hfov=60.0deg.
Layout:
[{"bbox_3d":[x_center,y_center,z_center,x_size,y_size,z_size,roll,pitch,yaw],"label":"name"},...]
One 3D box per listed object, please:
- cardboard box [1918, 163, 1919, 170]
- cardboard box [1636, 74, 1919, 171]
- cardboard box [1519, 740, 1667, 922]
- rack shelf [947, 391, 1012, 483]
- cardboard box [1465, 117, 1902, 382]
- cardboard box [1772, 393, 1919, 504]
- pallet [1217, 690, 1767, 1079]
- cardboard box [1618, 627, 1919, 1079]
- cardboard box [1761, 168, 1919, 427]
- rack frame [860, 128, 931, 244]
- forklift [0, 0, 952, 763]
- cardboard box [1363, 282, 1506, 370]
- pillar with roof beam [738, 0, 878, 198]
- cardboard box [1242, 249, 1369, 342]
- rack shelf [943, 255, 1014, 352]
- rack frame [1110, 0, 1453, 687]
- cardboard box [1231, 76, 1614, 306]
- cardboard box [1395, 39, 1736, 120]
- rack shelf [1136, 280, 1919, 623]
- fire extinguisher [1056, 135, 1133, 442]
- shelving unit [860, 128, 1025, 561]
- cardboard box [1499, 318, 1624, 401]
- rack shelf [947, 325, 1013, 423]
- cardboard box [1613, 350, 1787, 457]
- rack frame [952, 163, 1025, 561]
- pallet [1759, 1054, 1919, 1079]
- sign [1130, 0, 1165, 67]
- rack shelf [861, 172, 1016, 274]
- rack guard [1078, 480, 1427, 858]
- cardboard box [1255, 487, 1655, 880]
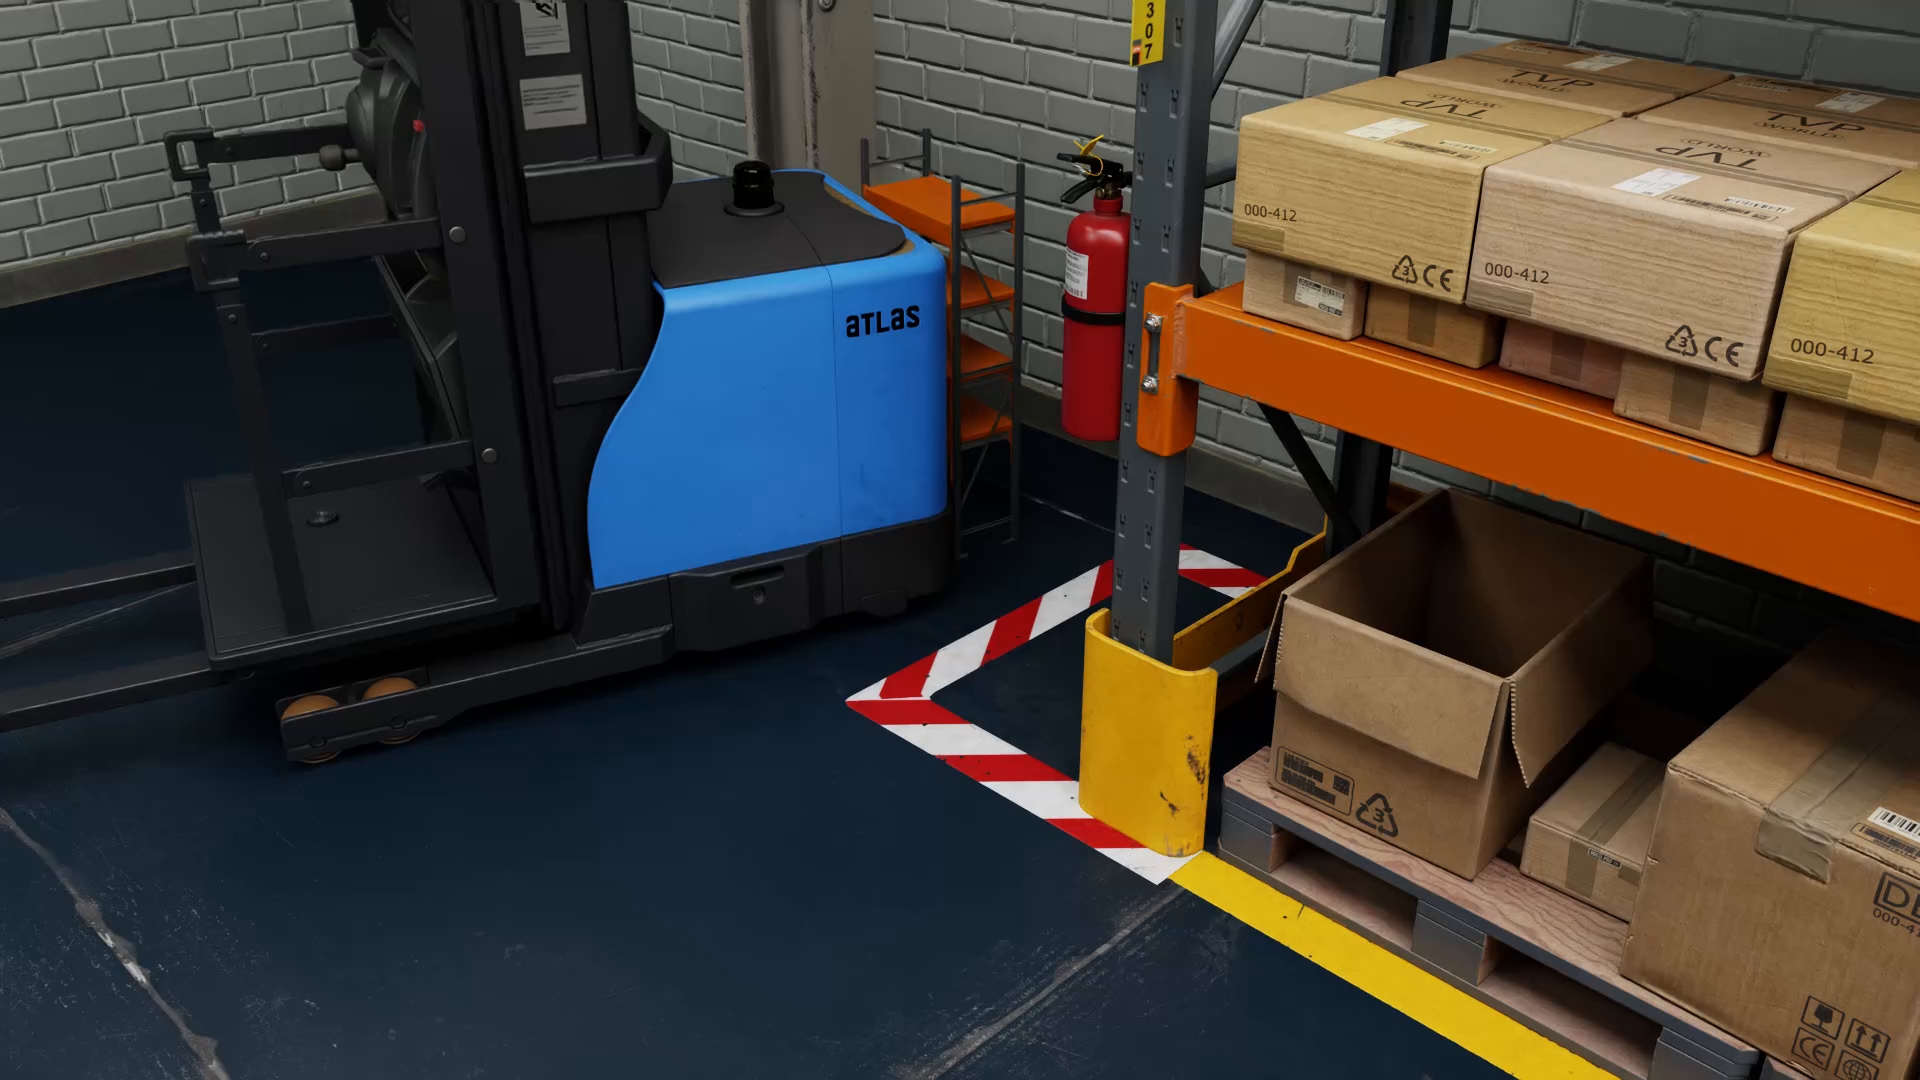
[{"bbox_3d":[1.969,-0.525,2.867,0.500,0.250,0.500,-24,36,-38],"label":"cardboard box"},{"bbox_3d":[1.620,-0.688,3.178,0.500,0.250,0.500,25,36,39],"label":"cardboard box"},{"bbox_3d":[1.384,0.605,3.489,0.250,0.149,0.380,23,35,37],"label":"cardboard box"},{"bbox_3d":[-0.056,-0.360,5.216,0.258,0.148,0.480,-17,32,-30],"label":"rack shelf"},{"bbox_3d":[1.233,-0.517,2.852,0.500,0.250,0.500,-25,37,-39],"label":"cardboard box"},{"bbox_3d":[1.537,-0.215,2.706,0.380,0.149,0.250,-25,36,-38],"label":"cardboard box"},{"bbox_3d":[1.362,0.665,3.758,1.213,0.211,1.003,25,36,38],"label":"pallet"},{"bbox_3d":[1.691,0.590,3.140,0.700,0.500,0.500,-24,36,-37],"label":"cardboard box"},{"bbox_3d":[1.597,-0.353,2.540,0.500,0.250,0.500,24,36,37],"label":"cardboard box"},{"bbox_3d":[-0.193,-0.689,5.271,0.240,1.200,0.015,-17,32,-30],"label":"rack frame"},{"bbox_3d":[-1.580,-1.017,4.034,3.031,2.935,1.130,-12,30,-22],"label":"forklift"},{"bbox_3d":[0.995,-0.477,3.203,0.380,0.149,0.250,-24,36,-38],"label":"cardboard box"},{"bbox_3d":[-3.570,-3.259,1.779,0.400,9.000,9.100,25,36,38],"label":"pillar with roof beam"},{"bbox_3d":[0.781,-0.544,3.332,0.250,0.149,0.380,24,36,38],"label":"cardboard box"},{"bbox_3d":[-0.056,-0.733,5.020,0.258,0.148,0.480,-17,32,-30],"label":"rack shelf"},{"bbox_3d":[0.739,-0.854,3.651,0.127,3.000,1.000,25,36,38],"label":"rack frame"},{"bbox_3d":[0.873,-0.682,3.165,0.500,0.250,0.500,25,37,39],"label":"cardboard box"},{"bbox_3d":[1.253,-0.857,3.498,0.500,0.250,0.500,-24,36,-38],"label":"cardboard box"},{"bbox_3d":[2.165,0.117,2.577,4.000,0.370,1.077,25,36,38],"label":"rack shelf"},{"bbox_3d":[0.310,-0.549,3.555,0.183,0.674,0.296,25,36,38],"label":"fire extinguisher"},{"bbox_3d":[-0.056,-0.595,5.092,0.258,1.200,0.503,-17,32,-30],"label":"shelving unit"},{"bbox_3d":[1.206,-0.402,3.062,0.250,0.149,0.380,24,36,38],"label":"cardboard box"},{"bbox_3d":[-0.056,-0.535,5.124,0.258,0.148,0.480,-17,32,-30],"label":"rack shelf"},{"bbox_3d":[1.344,-0.300,2.867,0.380,0.149,0.250,-24,36,-38],"label":"cardboard box"},{"bbox_3d":[0.080,-0.501,4.913,0.240,1.200,0.015,-17,32,-30],"label":"rack frame"},{"bbox_3d":[2.228,1.063,3.002,1.213,0.211,1.003,25,36,38],"label":"pallet"},{"bbox_3d":[0.358,-1.057,3.107,0.005,0.325,0.100,25,36,38],"label":"sign"},{"bbox_3d":[-0.056,-0.943,4.909,0.258,0.148,0.480,-17,32,-30],"label":"rack shelf"},{"bbox_3d":[0.793,0.277,4.185,0.348,0.500,1.175,25,36,38],"label":"rack guard"},{"bbox_3d":[1.108,0.296,3.695,0.637,0.503,0.797,23,35,37],"label":"cardboard box"}]
